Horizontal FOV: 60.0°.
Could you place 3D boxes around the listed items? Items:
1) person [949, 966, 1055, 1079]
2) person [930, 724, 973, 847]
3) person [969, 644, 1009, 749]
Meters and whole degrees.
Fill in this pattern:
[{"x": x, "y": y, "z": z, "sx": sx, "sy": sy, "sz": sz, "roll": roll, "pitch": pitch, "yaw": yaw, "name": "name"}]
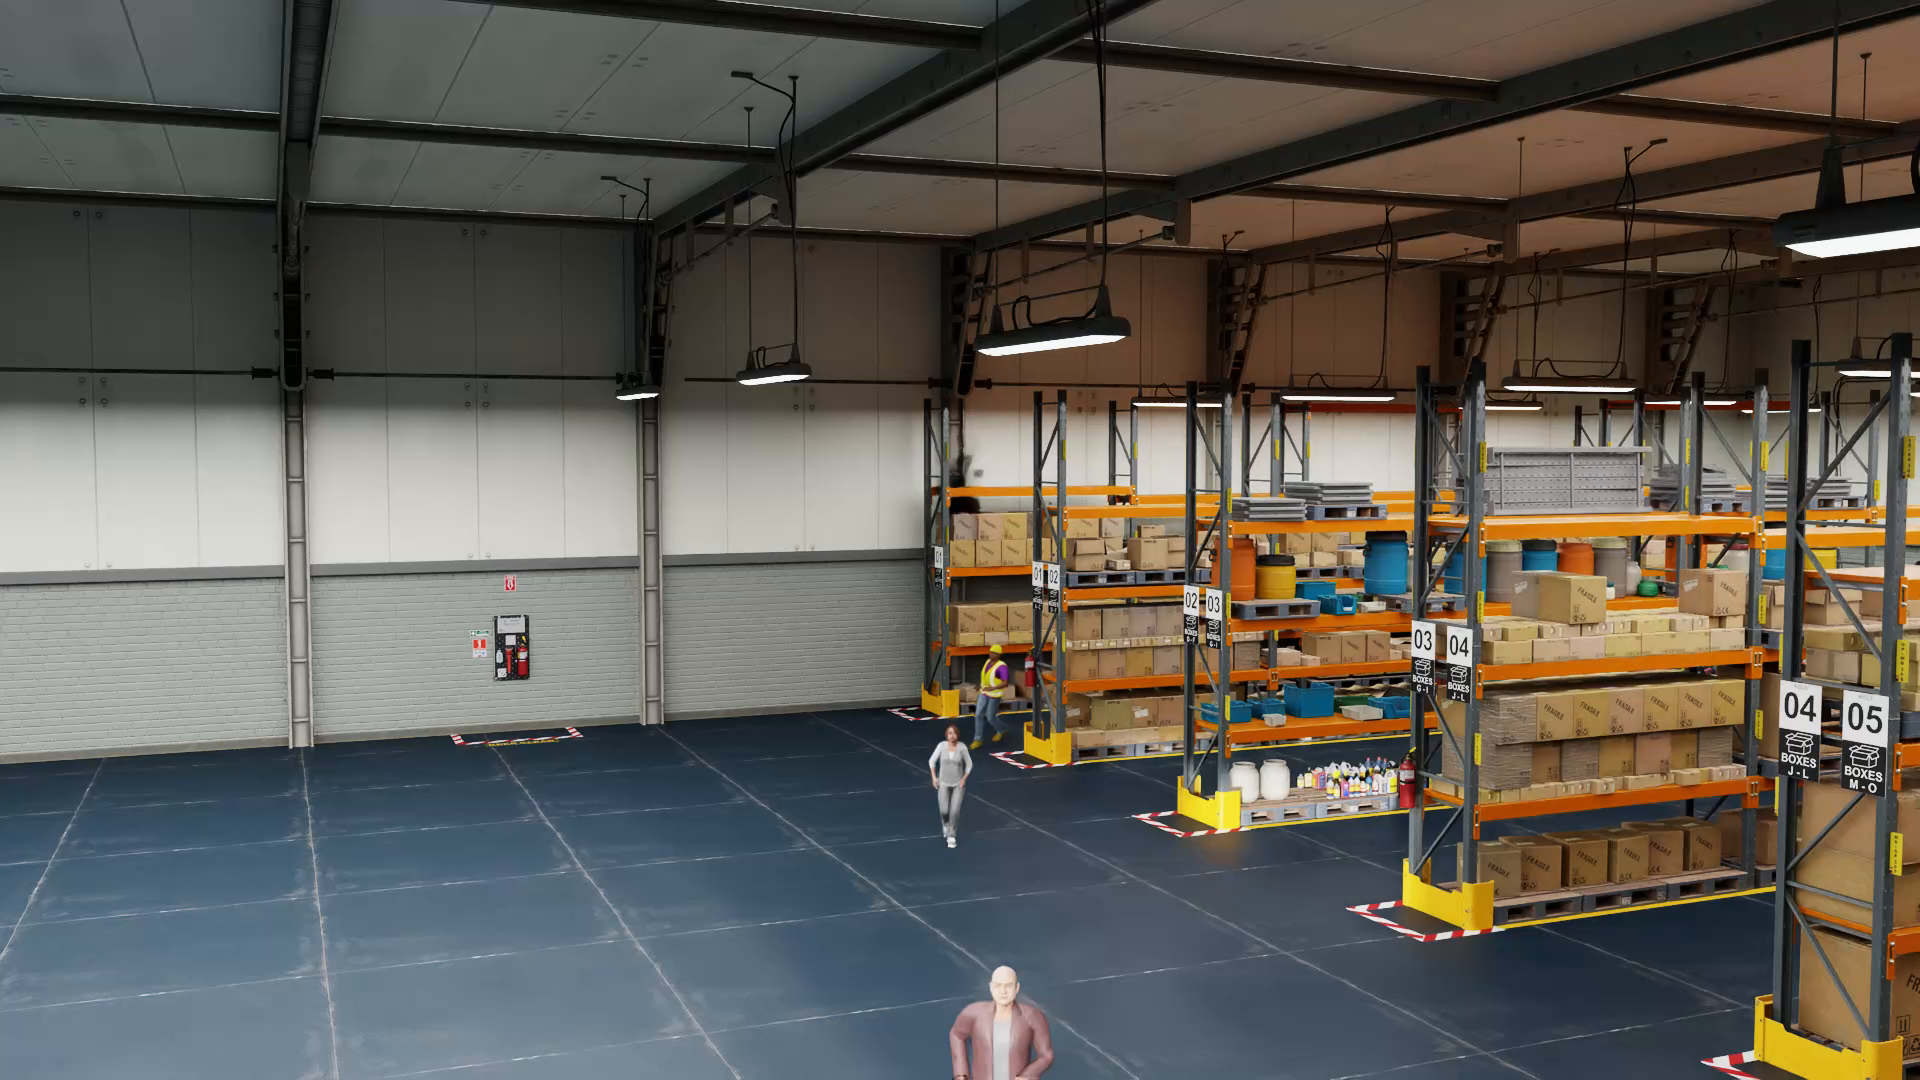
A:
[{"x": 0.266, "y": 3.656, "z": 10.846, "sx": 0.704, "sy": 1.732, "sz": 0.628, "roll": 0, "pitch": 3, "yaw": 3, "name": "person"}, {"x": -0.117, "y": 3.136, "z": 21.294, "sx": 0.559, "sy": 1.564, "sz": 0.489, "roll": 0, "pitch": 3, "yaw": 3, "name": "person"}, {"x": 0.570, "y": 2.636, "z": 28.154, "sx": 0.726, "sy": 1.762, "sz": 0.841, "roll": 3, "pitch": 5, "yaw": 44, "name": "person"}]
